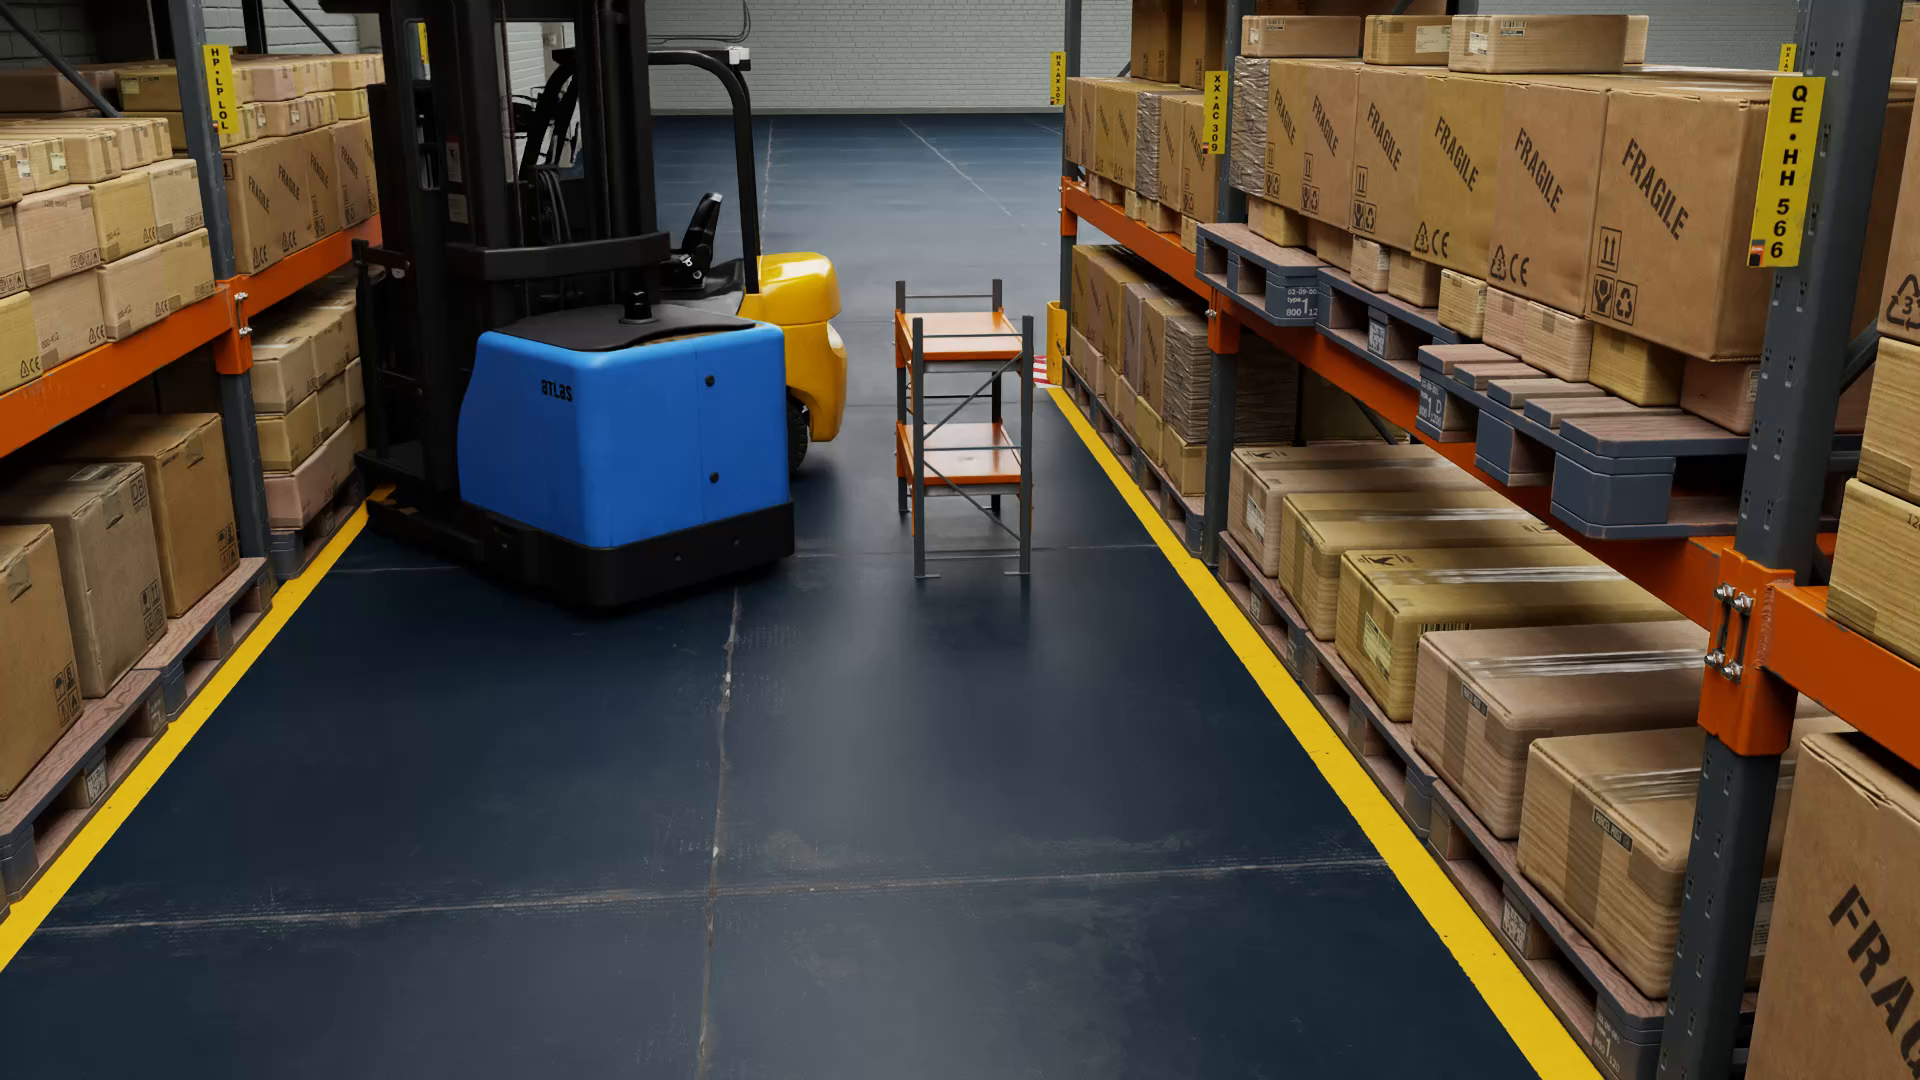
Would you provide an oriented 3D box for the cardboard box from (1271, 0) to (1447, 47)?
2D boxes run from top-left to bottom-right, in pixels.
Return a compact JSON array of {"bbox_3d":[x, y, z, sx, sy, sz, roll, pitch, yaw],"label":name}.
[{"bbox_3d":[1.747,-2.144,7.164,0.700,0.500,0.500,-2,18,-6],"label":"cardboard box"}]

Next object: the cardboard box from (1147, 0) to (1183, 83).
[{"bbox_3d":[1.479,-2.901,9.577,0.700,0.500,0.500,-2,18,-5],"label":"cardboard box"}]

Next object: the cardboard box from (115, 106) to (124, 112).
[{"bbox_3d":[-3.728,-1.782,7.096,0.380,0.149,0.250,-1,17,-4],"label":"cardboard box"}]

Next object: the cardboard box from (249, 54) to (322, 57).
[{"bbox_3d":[-3.950,-2.769,9.742,0.380,0.149,0.250,-2,18,-7],"label":"cardboard box"}]

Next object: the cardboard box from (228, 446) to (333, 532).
[{"bbox_3d":[-3.080,-0.227,7.283,0.500,0.250,0.500,-2,18,-5],"label":"cardboard box"}]

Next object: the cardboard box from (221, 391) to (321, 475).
[{"bbox_3d":[-3.103,-0.465,7.206,0.500,0.250,0.500,-2,18,-6],"label":"cardboard box"}]

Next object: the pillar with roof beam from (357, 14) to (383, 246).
[{"bbox_3d":[-0.934,-6.924,14.708,9.100,9.000,0.400,-2,18,-6],"label":"pillar with roof beam"}]

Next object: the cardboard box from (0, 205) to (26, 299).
[{"bbox_3d":[-2.914,-0.757,4.495,0.500,0.250,0.500,-2,17,-5],"label":"cardboard box"}]

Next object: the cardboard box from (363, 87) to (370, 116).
[{"bbox_3d":[-3.348,-2.332,8.848,0.380,0.149,0.250,-2,18,-7],"label":"cardboard box"}]

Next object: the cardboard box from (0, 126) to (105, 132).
[{"bbox_3d":[-3.086,-1.296,5.548,0.380,0.149,0.250,-2,18,-6],"label":"cardboard box"}]

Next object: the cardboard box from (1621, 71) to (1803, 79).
[{"bbox_3d":[2.051,-0.992,4.463,0.500,0.500,0.500,-1,17,-5],"label":"cardboard box"}]

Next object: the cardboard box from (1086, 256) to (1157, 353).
[{"bbox_3d":[1.034,-1.366,9.656,0.500,0.500,0.500,-2,18,-8],"label":"cardboard box"}]

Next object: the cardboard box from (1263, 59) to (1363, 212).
[{"bbox_3d":[1.392,-1.431,5.864,0.500,0.500,0.500,-2,18,-5],"label":"cardboard box"}]

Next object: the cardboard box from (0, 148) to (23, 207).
[{"bbox_3d":[-2.838,-0.991,4.574,0.380,0.149,0.250,-2,18,-7],"label":"cardboard box"}]

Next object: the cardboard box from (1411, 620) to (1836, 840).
[{"bbox_3d":[1.857,0.518,4.706,0.950,0.372,0.625,-2,18,-7],"label":"cardboard box"}]

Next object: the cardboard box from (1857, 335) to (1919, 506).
[{"bbox_3d":[1.796,-0.156,2.581,0.500,0.250,0.500,-2,18,-6],"label":"cardboard box"}]

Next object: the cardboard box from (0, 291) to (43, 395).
[{"bbox_3d":[-2.909,-0.519,4.573,0.500,0.250,0.500,-1,17,-4],"label":"cardboard box"}]

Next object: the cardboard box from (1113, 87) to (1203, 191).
[{"bbox_3d":[1.108,-2.114,8.738,0.500,0.500,0.500,-2,18,-7],"label":"cardboard box"}]

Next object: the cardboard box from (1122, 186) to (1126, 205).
[{"bbox_3d":[1.108,-1.917,9.195,0.380,0.149,0.250,-1,17,-4],"label":"cardboard box"}]

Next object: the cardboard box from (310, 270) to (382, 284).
[{"bbox_3d":[-3.294,-1.312,9.070,0.500,0.250,0.500,-2,17,-5],"label":"cardboard box"}]

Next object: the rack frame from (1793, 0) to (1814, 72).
[{"bbox_3d":[6.078,-2.714,11.314,1.000,3.000,0.127,-2,18,-6],"label":"rack frame"}]

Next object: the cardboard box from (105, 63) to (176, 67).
[{"bbox_3d":[-3.793,-2.152,7.778,0.380,0.149,0.250,-2,18,-6],"label":"cardboard box"}]

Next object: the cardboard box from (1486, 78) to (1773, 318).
[{"bbox_3d":[1.602,-0.818,3.910,0.500,0.500,0.500,-2,18,-7],"label":"cardboard box"}]

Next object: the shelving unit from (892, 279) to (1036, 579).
[{"bbox_3d":[0.001,-0.535,7.502,0.538,1.125,1.048,-2,18,-6],"label":"shelving unit"}]

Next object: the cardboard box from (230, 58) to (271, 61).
[{"bbox_3d":[-3.853,-2.460,8.757,0.380,0.149,0.250,-1,17,-4],"label":"cardboard box"}]

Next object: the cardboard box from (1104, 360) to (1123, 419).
[{"bbox_3d":[1.086,-0.856,9.285,0.500,0.250,0.500,-1,17,-2],"label":"cardboard box"}]

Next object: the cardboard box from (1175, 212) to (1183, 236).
[{"bbox_3d":[1.247,-1.534,7.976,0.380,0.149,0.250,-2,18,-6],"label":"cardboard box"}]

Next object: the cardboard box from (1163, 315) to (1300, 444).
[{"bbox_3d":[1.249,-0.753,7.706,0.500,0.500,0.500,-2,18,-6],"label":"cardboard box"}]

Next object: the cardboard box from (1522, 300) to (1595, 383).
[{"bbox_3d":[1.551,-0.470,3.883,0.380,0.149,0.250,-2,18,-6],"label":"cardboard box"}]

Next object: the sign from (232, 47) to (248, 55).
[{"bbox_3d":[-4.325,-2.812,10.048,0.100,0.325,0.005,-2,18,-6],"label":"sign"}]

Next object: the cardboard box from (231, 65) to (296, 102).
[{"bbox_3d":[-3.174,-2.019,7.353,0.380,0.149,0.250,-1,17,-4],"label":"cardboard box"}]

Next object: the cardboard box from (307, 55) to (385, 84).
[{"bbox_3d":[-3.416,-2.626,9.286,0.380,0.149,0.250,-1,17,-4],"label":"cardboard box"}]

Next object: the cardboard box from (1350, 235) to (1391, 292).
[{"bbox_3d":[1.426,-0.856,5.114,0.380,0.149,0.250,-1,17,-4],"label":"cardboard box"}]

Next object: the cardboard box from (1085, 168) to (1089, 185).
[{"bbox_3d":[0.993,-2.303,10.425,0.380,0.149,0.250,-2,18,-5],"label":"cardboard box"}]

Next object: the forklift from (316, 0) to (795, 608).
[{"bbox_3d":[-2.126,-1.482,7.503,3.031,2.935,1.130,16,24,42],"label":"forklift"}]

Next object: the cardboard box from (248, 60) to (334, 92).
[{"bbox_3d":[-3.362,-2.318,8.308,0.380,0.149,0.250,-2,17,-5],"label":"cardboard box"}]

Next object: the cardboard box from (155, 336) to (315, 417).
[{"bbox_3d":[-3.098,-0.704,7.132,0.500,0.250,0.500,-2,18,-6],"label":"cardboard box"}]

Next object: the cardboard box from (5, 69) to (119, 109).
[{"bbox_3d":[-3.678,-1.846,6.801,0.380,0.149,0.250,-2,18,-7],"label":"cardboard box"}]

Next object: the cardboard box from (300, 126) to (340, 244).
[{"bbox_3d":[-3.270,-1.678,7.847,0.500,0.500,0.500,-2,18,-6],"label":"cardboard box"}]

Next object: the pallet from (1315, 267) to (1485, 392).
[{"bbox_3d":[1.745,-0.644,5.042,1.003,0.211,1.213,-2,18,-6],"label":"pallet"}]

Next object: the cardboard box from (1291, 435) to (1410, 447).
[{"bbox_3d":[1.785,-0.412,7.870,0.500,0.250,0.500,-3,18,-8],"label":"cardboard box"}]

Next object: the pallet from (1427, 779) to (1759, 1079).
[{"bbox_3d":[1.910,0.950,4.298,1.003,0.211,1.213,-2,18,-6],"label":"pallet"}]

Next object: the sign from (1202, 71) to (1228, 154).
[{"bbox_3d":[1.038,-1.733,6.744,0.100,0.325,0.005,-2,18,-6],"label":"sign"}]

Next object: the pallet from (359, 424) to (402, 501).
[{"bbox_3d":[-3.529,-0.457,8.779,1.003,0.211,1.213,-2,18,-6],"label":"pallet"}]

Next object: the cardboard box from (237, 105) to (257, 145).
[{"bbox_3d":[-3.159,-1.722,6.904,0.380,0.149,0.250,-1,17,-4],"label":"cardboard box"}]

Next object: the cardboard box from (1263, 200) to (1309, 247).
[{"bbox_3d":[1.337,-1.170,6.116,0.380,0.149,0.250,-1,17,-5],"label":"cardboard box"}]

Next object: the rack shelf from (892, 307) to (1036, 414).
[{"bbox_3d":[0.001,-0.814,7.414,0.538,0.278,1.000,-2,18,-6],"label":"rack shelf"}]

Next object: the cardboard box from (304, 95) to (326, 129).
[{"bbox_3d":[-3.235,-2.027,7.876,0.380,0.149,0.250,-2,18,-7],"label":"cardboard box"}]

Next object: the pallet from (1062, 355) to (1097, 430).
[{"bbox_3d":[1.221,-0.935,10.302,1.003,0.211,1.213,-2,18,-6],"label":"pallet"}]

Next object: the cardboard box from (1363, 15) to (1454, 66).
[{"bbox_3d":[1.488,-1.567,5.213,0.380,0.149,0.250,-1,17,-3],"label":"cardboard box"}]

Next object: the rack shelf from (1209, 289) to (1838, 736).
[{"bbox_3d":[1.783,-0.400,5.144,1.077,0.370,4.000,-2,18,-6],"label":"rack shelf"}]

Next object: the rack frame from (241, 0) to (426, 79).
[{"bbox_3d":[-3.773,-2.376,10.239,1.000,3.000,0.127,-2,18,-6],"label":"rack frame"}]
